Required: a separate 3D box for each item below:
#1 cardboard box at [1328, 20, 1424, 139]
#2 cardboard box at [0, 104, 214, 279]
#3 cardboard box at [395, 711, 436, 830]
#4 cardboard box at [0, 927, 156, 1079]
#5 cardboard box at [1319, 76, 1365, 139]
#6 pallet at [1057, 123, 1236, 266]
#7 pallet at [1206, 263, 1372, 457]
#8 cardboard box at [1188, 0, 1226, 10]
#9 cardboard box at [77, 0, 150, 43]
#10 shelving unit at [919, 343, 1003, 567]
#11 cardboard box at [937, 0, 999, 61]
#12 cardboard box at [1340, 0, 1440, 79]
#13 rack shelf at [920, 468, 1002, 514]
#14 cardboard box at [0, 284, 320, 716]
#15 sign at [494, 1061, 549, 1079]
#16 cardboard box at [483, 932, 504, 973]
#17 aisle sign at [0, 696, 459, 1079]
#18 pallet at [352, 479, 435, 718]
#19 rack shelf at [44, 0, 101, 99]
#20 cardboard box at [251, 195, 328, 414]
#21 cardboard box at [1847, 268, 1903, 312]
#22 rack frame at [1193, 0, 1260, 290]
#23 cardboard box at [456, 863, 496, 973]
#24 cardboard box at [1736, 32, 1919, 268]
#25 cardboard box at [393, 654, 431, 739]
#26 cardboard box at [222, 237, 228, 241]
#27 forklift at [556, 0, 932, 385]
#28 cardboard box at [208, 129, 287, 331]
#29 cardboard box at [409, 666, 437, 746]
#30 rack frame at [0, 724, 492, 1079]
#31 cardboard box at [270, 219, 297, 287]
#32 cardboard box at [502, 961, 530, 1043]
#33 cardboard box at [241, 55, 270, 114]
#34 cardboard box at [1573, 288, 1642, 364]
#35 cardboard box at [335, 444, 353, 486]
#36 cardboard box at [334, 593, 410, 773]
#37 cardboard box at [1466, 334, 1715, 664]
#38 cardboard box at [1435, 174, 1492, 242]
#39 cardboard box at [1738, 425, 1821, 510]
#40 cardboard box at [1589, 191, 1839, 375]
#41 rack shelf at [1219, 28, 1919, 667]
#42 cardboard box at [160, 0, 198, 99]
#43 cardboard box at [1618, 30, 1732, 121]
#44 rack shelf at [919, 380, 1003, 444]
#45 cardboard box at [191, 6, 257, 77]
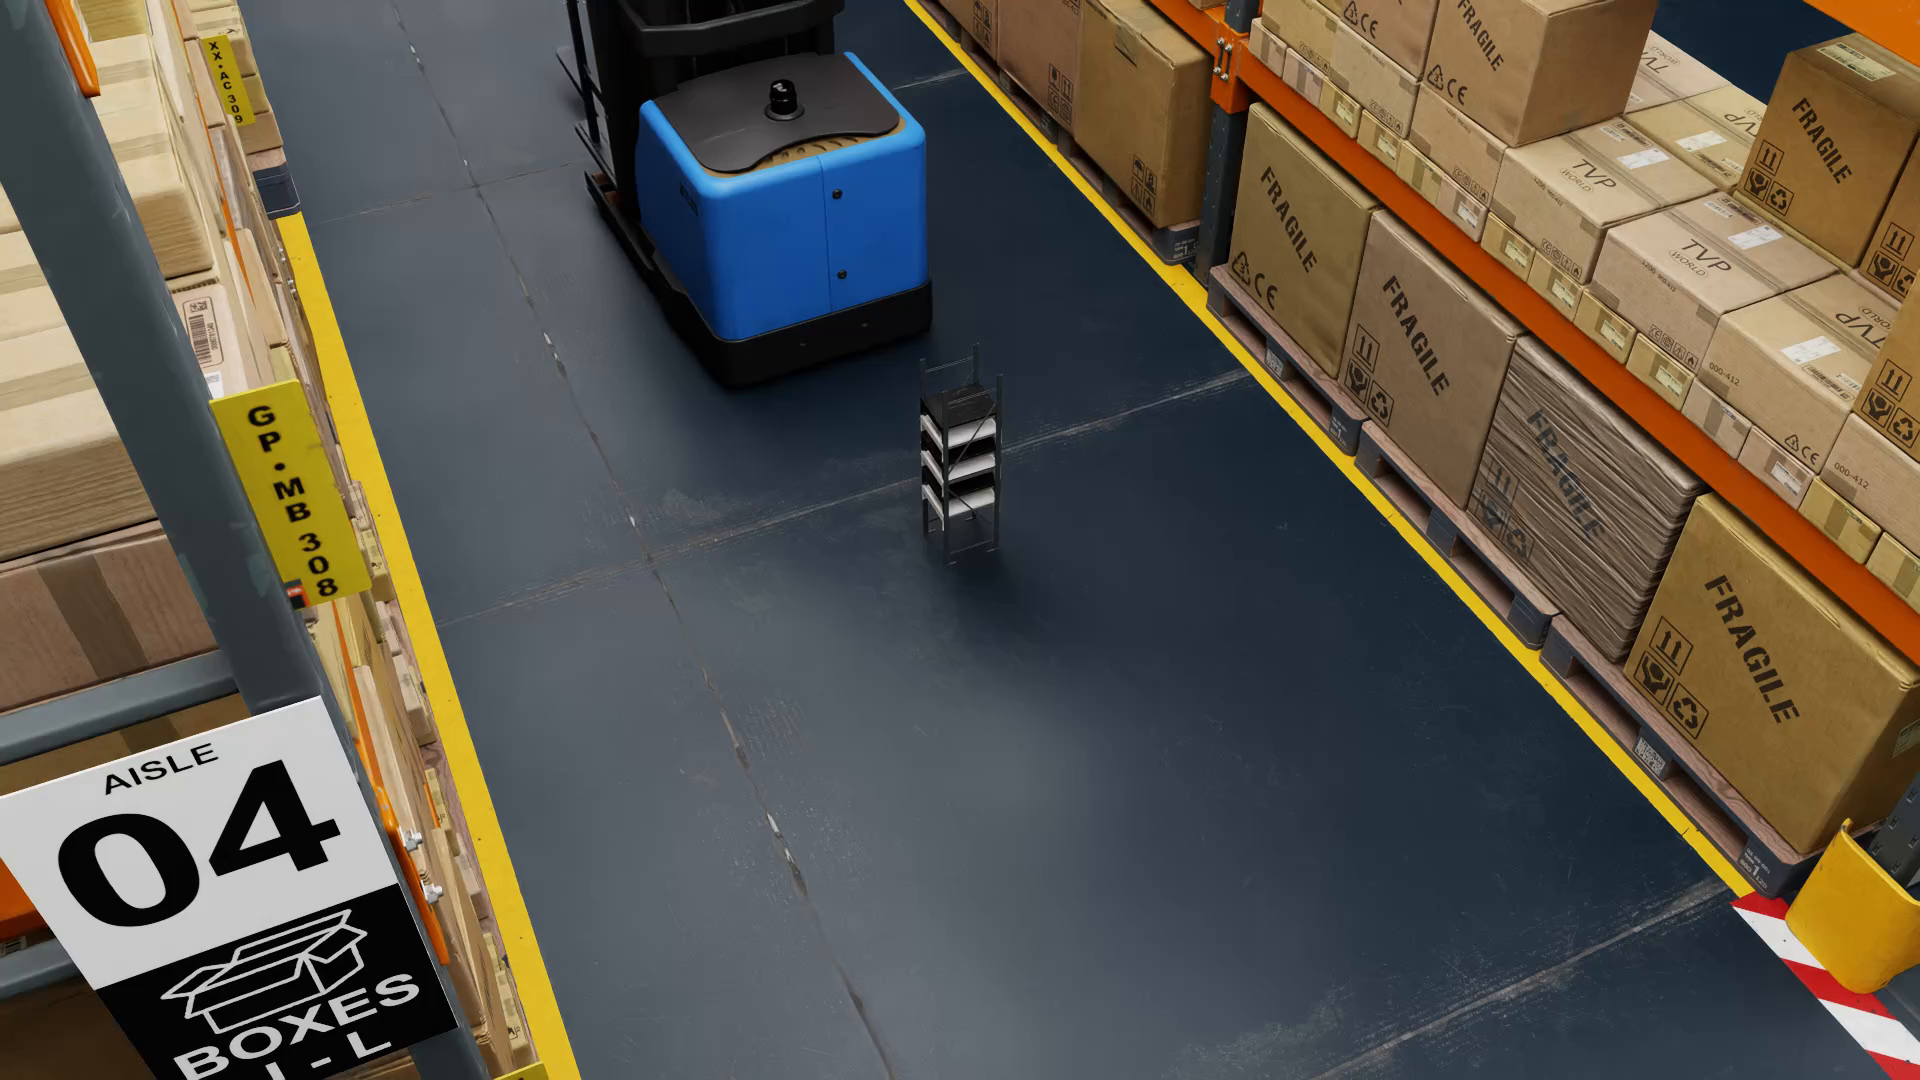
[{"bbox_3d":[1.771,-1.812,6.345,0.500,0.250,0.500,-18,47,-18],"label":"cardboard box"},{"bbox_3d":[-1.323,-0.475,2.427,0.380,0.149,0.250,-18,47,-17],"label":"cardboard box"},{"bbox_3d":[-1.441,0.652,3.670,0.500,0.500,0.500,-18,47,-17],"label":"cardboard box"},{"bbox_3d":[-1.673,0.780,2.829,0.500,0.500,0.500,-19,48,-18],"label":"cardboard box"},{"bbox_3d":[1.651,-1.743,6.560,0.380,0.149,0.250,-17,47,-16],"label":"cardboard box"},{"bbox_3d":[1.213,-1.931,8.557,1.003,0.211,1.213,-18,47,-17],"label":"pallet"},{"bbox_3d":[1.855,-0.954,7.567,1.003,0.211,1.213,-18,47,-17],"label":"pallet"},{"bbox_3d":[1.162,-2.707,7.287,0.500,0.500,0.500,-18,47,-17],"label":"cardboard box"},{"bbox_3d":[-1.653,-0.959,2.918,0.380,0.149,0.250,-17,47,-16],"label":"cardboard box"},{"bbox_3d":[0.003,-0.315,6.429,0.258,0.900,0.210,-18,47,-17],"label":"shelving unit"},{"bbox_3d":[0.563,-3.380,9.254,1.225,0.875,0.875,-18,47,-17],"label":"cardboard box"},{"bbox_3d":[1.776,-2.077,6.080,0.500,0.500,0.500,-18,47,-17],"label":"cardboard box"},{"bbox_3d":[0.003,-0.227,6.515,0.258,0.077,0.200,-18,47,-17],"label":"rack shelf"},{"bbox_3d":[-1.208,-0.060,2.290,0.500,0.250,0.500,-17,47,-17],"label":"cardboard box"},{"bbox_3d":[-0.762,1.027,2.957,0.100,0.325,0.005,-18,47,-17],"label":"sign"},{"bbox_3d":[-1.498,1.328,4.787,0.380,0.149,0.250,-17,47,-16],"label":"cardboard box"},{"bbox_3d":[-0.952,0.528,2.229,0.394,0.787,0.004,-18,47,-17],"label":"aisle sign"},{"bbox_3d":[-2.622,0.356,6.239,1.003,0.211,1.213,-18,47,-17],"label":"pallet"},{"bbox_3d":[-2.095,-1.658,2.537,1.077,0.370,4.000,-18,47,-17],"label":"rack shelf"},{"bbox_3d":[-2.259,-0.639,4.979,0.500,0.500,0.500,-19,48,-18],"label":"cardboard box"},{"bbox_3d":[3.107,-0.673,5.191,0.500,0.250,0.500,-19,48,-18],"label":"cardboard box"},{"bbox_3d":[1.606,-2.454,7.102,1.000,3.000,0.127,-18,47,-17],"label":"rack frame"},{"bbox_3d":[-1.302,0.944,3.836,0.380,0.149,0.250,-19,48,-19],"label":"cardboard box"},{"bbox_3d":[2.898,-1.257,5.250,0.500,0.500,0.500,-19,48,-18],"label":"cardboard box"},{"bbox_3d":[-1.936,0.559,5.355,0.380,0.149,0.250,-20,48,-19],"label":"cardboard box"},{"bbox_3d":[-1.657,-0.542,3.135,0.500,0.250,0.500,-19,48,-19],"label":"cardboard box"},{"bbox_3d":[-1.246,-2.763,7.463,1.130,2.935,3.031,-20,48,-19],"label":"forklift"},{"bbox_3d":[-2.069,-0.673,4.302,0.500,0.500,0.500,-17,47,-16],"label":"cardboard box"},{"bbox_3d":[-2.027,0.620,5.716,0.380,0.149,0.250,-18,47,-17],"label":"cardboard box"},{"bbox_3d":[-1.255,1.495,3.099,1.000,3.000,0.127,-18,47,-17],"label":"rack frame"},{"bbox_3d":[-3.230,-1.199,7.311,0.500,0.500,0.500,-16,47,-16],"label":"cardboard box"},{"bbox_3d":[-1.487,1.438,4.888,0.380,0.149,0.250,-17,47,-17],"label":"cardboard box"},{"bbox_3d":[-2.685,-1.607,5.911,0.380,0.149,0.250,-17,47,-17],"label":"cardboard box"},{"bbox_3d":[2.299,-0.761,5.564,0.380,0.149,0.250,-18,47,-17],"label":"cardboard box"},{"bbox_3d":[-2.516,-0.188,6.323,0.380,0.149,0.250,-17,47,-17],"label":"cardboard box"},{"bbox_3d":[-1.420,0.314,3.302,0.500,0.500,0.500,-17,47,-16],"label":"cardboard box"},{"bbox_3d":[2.564,-0.262,6.094,0.875,0.875,0.875,-18,47,-17],"label":"cardboard box"},{"bbox_3d":[1.974,-1.252,6.062,0.380,0.149,0.250,-18,47,-17],"label":"cardboard box"},{"bbox_3d":[2.624,-0.272,5.069,0.380,0.149,0.250,-18,47,-17],"label":"cardboard box"},{"bbox_3d":[2.417,-0.836,5.356,0.500,0.250,0.500,-20,48,-19],"label":"cardboard box"},{"bbox_3d":[2.447,-0.924,6.063,1.077,0.370,4.000,-18,47,-17],"label":"rack shelf"},{"bbox_3d":[-1.839,-1.033,3.277,0.500,0.250,0.500,-20,48,-19],"label":"cardboard box"},{"bbox_3d":[2.465,-1.649,6.180,0.500,0.250,0.500,-17,47,-17],"label":"cardboard box"},{"bbox_3d":[0.003,-0.484,6.262,0.258,0.077,0.200,-18,47,-17],"label":"rack shelf"},{"bbox_3d":[-2.685,-1.713,5.806,0.380,0.149,0.250,-16,47,-15],"label":"cardboard box"}]
